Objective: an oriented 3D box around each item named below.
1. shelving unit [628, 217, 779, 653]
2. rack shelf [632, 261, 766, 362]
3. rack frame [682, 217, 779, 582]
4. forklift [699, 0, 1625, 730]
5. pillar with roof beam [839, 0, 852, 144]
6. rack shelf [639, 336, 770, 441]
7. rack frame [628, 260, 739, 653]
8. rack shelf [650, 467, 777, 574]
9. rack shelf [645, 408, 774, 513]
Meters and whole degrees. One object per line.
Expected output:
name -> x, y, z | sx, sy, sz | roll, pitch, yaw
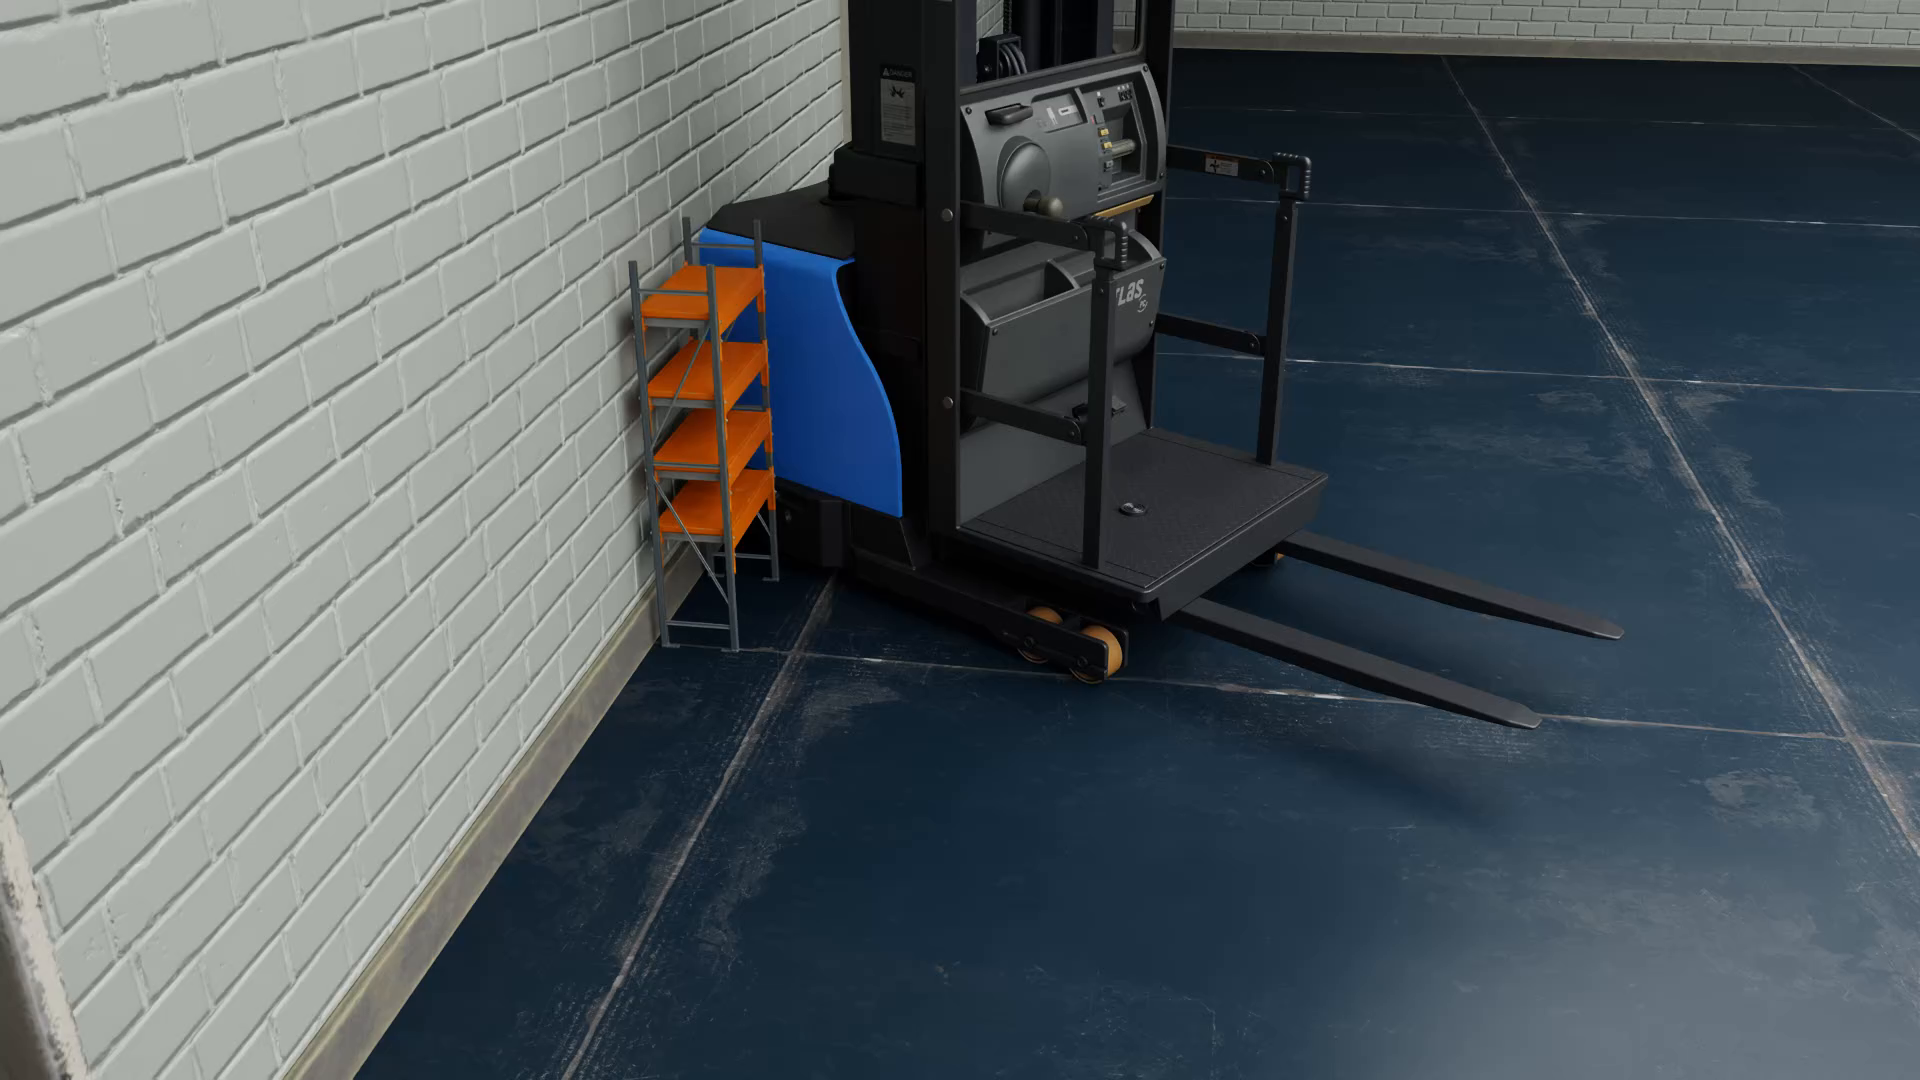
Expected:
shelving unit -> -0.751, -0.315, 5.007 | 0.258, 1.200, 0.503 | 4, 25, 8
rack shelf -> -0.751, -0.671, 4.841 | 0.258, 0.148, 0.480 | 4, 25, 8
rack frame -> -0.714, -0.417, 5.226 | 0.240, 1.200, 0.015 | 4, 25, 8
forklift -> 0.485, -1.162, 4.775 | 3.031, 2.935, 1.130 | 19, 31, 35
pillar with roof beam -> 3.920, -4.712, 5.201 | 9.100, 9.000, 0.400 | 4, 25, 9
rack shelf -> -0.751, -0.457, 4.941 | 0.258, 0.148, 0.480 | 4, 25, 8
rack frame -> -0.787, -0.213, 4.789 | 0.240, 1.200, 0.015 | 4, 25, 8
rack shelf -> -0.751, -0.074, 5.120 | 0.258, 0.148, 0.480 | 4, 25, 8
rack shelf -> -0.751, -0.254, 5.036 | 0.258, 0.148, 0.480 | 4, 25, 8
